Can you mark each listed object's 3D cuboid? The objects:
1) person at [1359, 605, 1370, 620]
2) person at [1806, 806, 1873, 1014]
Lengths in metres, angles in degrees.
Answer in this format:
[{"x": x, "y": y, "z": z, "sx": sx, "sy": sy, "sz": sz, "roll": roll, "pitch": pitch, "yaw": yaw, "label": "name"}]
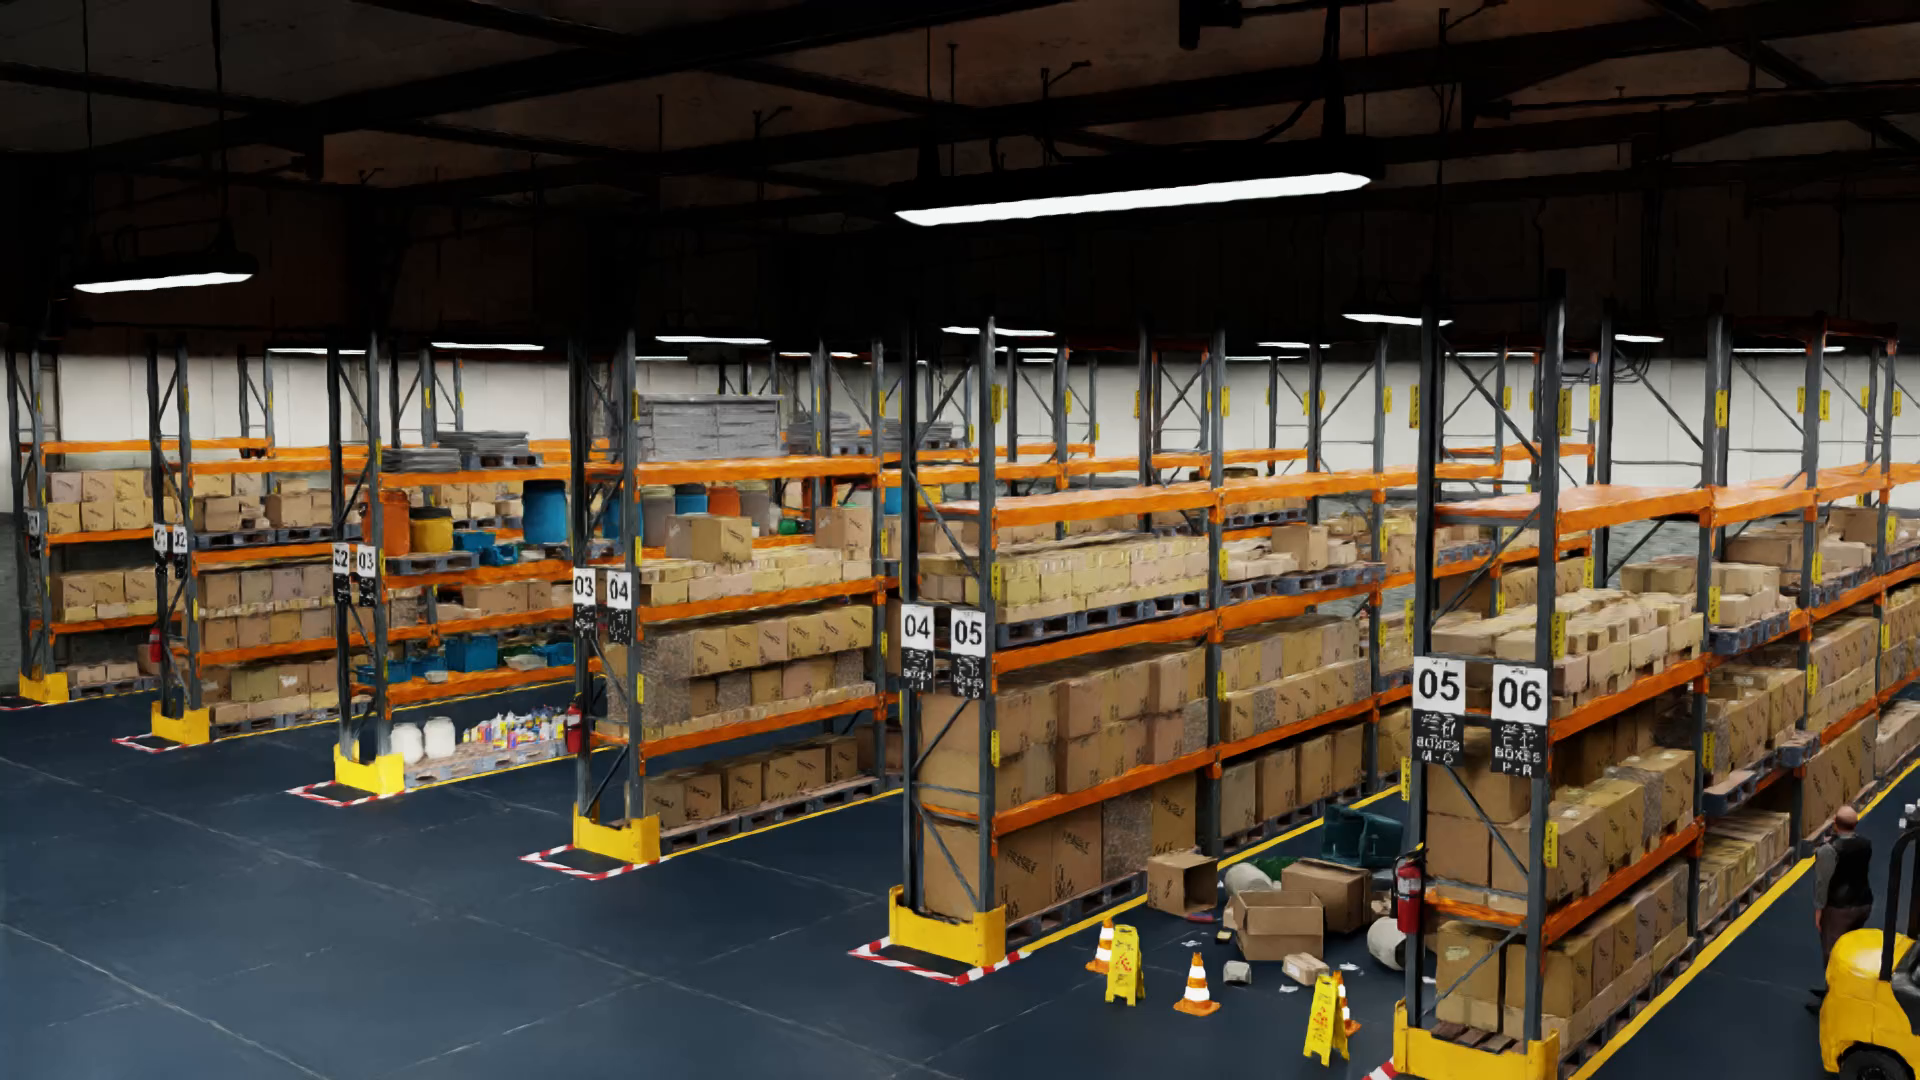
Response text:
[{"x": 6.741, "y": 1.864, "z": 27.722, "sx": 0.448, "sy": 1.588, "sz": 1.110, "roll": 4, "pitch": 7, "yaw": 41, "label": "person"}, {"x": 7.281, "y": 3.052, "z": 13.830, "sx": 0.578, "sy": 1.725, "sz": 0.494, "roll": -2, "pitch": 5, "yaw": -20, "label": "person"}]
